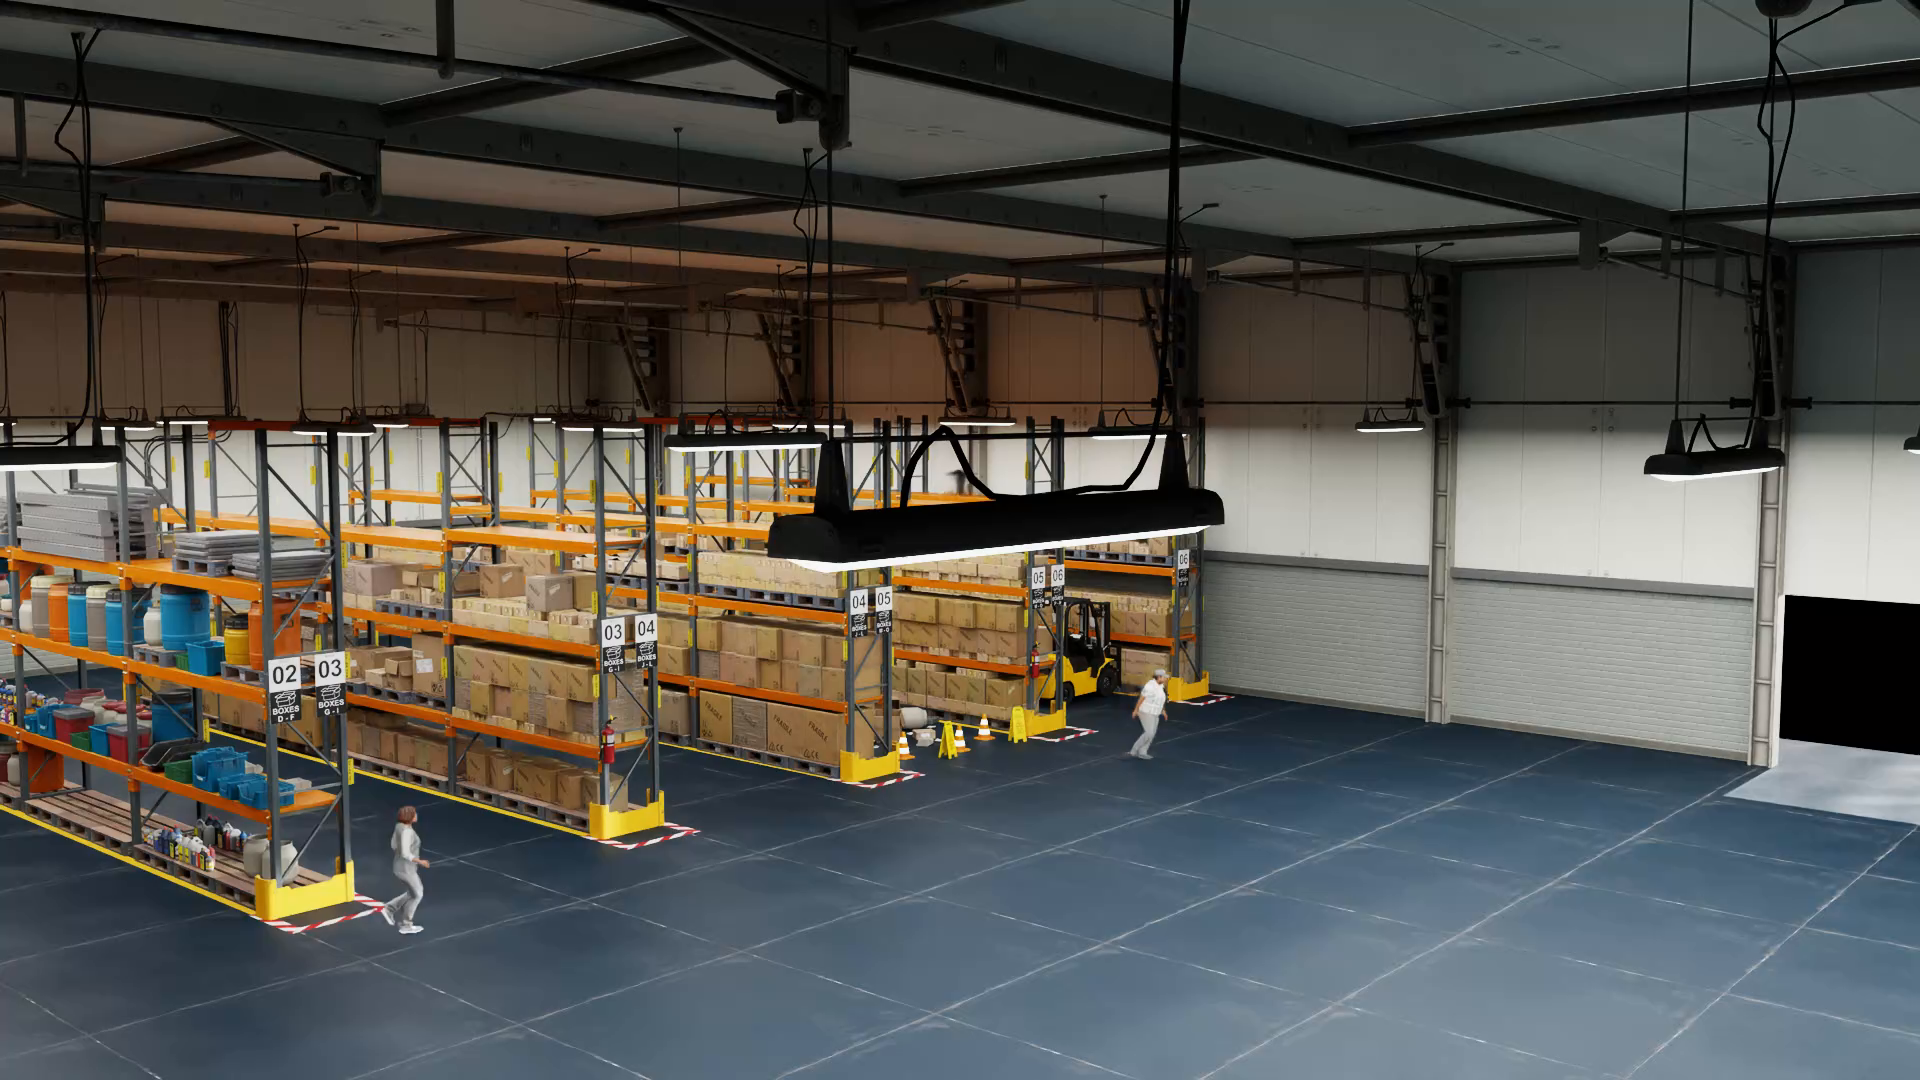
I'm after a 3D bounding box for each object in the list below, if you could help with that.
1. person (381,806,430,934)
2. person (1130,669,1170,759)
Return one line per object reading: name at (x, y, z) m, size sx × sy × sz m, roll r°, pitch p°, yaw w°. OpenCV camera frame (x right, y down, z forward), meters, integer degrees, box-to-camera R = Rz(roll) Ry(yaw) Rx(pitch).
person at (-6.579, 3.920, 19.710) m, size 0.541 × 1.563 × 0.561 m, roll -2°, pitch 5°, yaw -25°
person at (3.374, 3.087, 29.440) m, size 0.603 × 1.630 × 0.649 m, roll 4°, pitch 6°, yaw 37°
